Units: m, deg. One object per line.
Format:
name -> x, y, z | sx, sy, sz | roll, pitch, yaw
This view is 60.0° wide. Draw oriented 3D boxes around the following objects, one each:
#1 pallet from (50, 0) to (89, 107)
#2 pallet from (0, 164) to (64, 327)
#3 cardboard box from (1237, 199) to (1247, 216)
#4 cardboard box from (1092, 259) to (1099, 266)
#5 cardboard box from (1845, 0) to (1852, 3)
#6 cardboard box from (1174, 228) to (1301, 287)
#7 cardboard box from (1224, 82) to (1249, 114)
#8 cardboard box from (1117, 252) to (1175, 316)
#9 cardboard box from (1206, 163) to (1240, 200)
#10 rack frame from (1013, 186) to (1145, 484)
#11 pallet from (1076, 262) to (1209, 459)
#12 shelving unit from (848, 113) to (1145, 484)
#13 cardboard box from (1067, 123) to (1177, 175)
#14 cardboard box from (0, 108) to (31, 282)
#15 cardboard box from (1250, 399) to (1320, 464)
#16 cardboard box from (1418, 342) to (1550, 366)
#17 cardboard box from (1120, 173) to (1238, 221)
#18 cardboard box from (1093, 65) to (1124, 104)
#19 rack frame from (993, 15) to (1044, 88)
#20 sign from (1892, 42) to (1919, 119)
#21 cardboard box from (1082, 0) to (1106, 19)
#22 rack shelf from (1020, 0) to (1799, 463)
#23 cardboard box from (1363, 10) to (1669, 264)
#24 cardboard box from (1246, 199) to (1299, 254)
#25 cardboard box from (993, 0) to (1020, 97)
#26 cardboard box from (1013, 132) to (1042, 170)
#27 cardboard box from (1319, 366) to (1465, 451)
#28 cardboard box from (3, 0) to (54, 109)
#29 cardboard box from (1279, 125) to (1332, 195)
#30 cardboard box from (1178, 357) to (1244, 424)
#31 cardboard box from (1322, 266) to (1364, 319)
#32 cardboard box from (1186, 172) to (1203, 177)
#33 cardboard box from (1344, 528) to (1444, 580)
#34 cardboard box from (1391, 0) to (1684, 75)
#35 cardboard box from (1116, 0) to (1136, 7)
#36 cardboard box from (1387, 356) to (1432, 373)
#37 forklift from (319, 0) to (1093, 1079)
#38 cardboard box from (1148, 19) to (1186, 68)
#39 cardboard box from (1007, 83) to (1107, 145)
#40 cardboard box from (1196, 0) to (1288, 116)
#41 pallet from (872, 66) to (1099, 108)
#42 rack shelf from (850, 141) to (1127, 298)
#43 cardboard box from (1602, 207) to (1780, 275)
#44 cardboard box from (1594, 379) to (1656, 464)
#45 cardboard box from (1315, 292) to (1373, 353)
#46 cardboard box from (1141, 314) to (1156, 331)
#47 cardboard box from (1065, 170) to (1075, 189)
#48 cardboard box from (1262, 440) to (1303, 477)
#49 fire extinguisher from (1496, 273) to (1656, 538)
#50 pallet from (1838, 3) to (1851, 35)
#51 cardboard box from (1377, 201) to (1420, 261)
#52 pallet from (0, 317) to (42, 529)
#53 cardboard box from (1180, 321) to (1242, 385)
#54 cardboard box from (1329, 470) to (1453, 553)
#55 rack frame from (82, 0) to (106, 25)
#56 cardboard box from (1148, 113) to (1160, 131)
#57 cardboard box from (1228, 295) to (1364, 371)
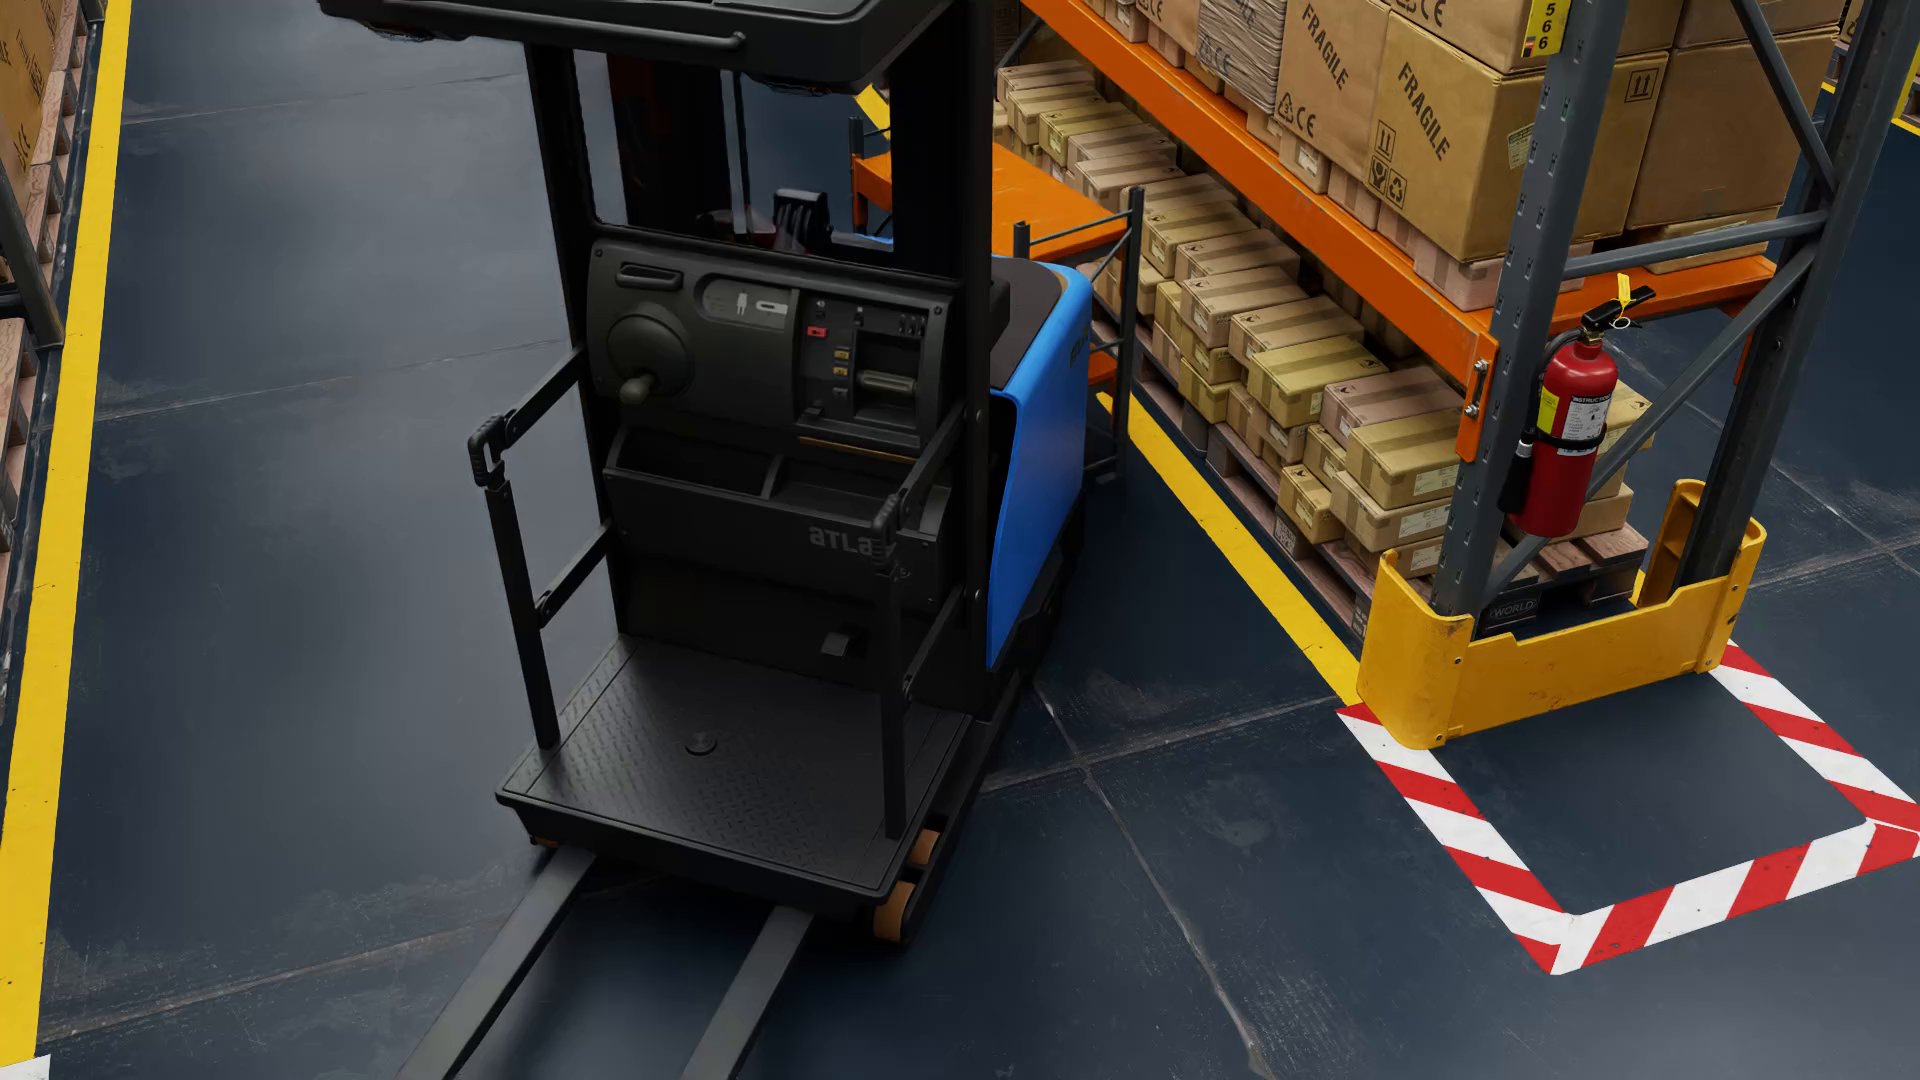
pallet -> -5.327, -2.601, 9.028 | 1.003, 0.211, 1.213 | -12, 39, -16
pallet -> -4.488, -1.223, 7.198 | 1.003, 0.211, 1.213 | -12, 39, -16
cardboard box -> 1.256, -1.279, 6.728 | 0.380, 0.149, 0.250 | -14, 39, -18
cardboard box -> 0.771, -1.198, 6.867 | 0.380, 0.149, 0.250 | -14, 39, -18
cardboard box -> 4.914, -3.645, 9.513 | 1.225, 0.875, 0.875 | -12, 39, -16
cardboard box -> 1.016, -0.997, 6.107 | 0.380, 0.149, 0.250 | -14, 39, -17
cardboard box -> 1.100, -1.510, 5.471 | 0.380, 0.149, 0.250 | -14, 39, -18
cardboard box -> 0.826, -1.007, 6.367 | 0.380, 0.149, 0.250 | -12, 39, -15
cardboard box -> 1.242, -1.546, 6.836 | 0.380, 0.149, 0.250 | -14, 39, -18
rack frame -> 0.384, -0.614, 5.631 | 0.500, 1.125, 0.032 | -22, 42, -26
pallet -> 1.150, -0.822, 6.666 | 1.003, 0.211, 1.213 | -12, 39, -16
shelving unit -> 0.103, -0.869, 5.969 | 0.538, 1.125, 1.048 | -22, 42, -26
cardboard box -> 0.669, -1.585, 6.887 | 0.380, 0.149, 0.250 | -13, 39, -17
cardboard box -> -4.440, -1.569, 6.757 | 0.875, 0.875, 0.875 | -11, 38, -15
cardboard box -> 1.208, -0.419, 5.586 | 0.380, 0.149, 0.250 | -14, 39, -18
cardboard box -> 1.803, -0.672, 5.674 | 0.380, 0.149, 0.250 | -13, 39, -16
cardboard box -> 0.851, -1.287, 6.492 | 0.380, 0.149, 0.250 | -14, 39, -18
cardboard box -> 0.828, -2.118, 7.595 | 0.380, 0.149, 0.250 | -11, 38, -15
rack frame -> 0.462, -2.999, 7.238 | 1.000, 3.000, 0.127 | -12, 39, -16
sign -> 2.348, -1.197, 4.127 | 0.100, 0.325, 0.005 | -12, 39, -16
cardboard box -> 0.665, -2.089, 6.240 | 0.380, 0.149, 0.250 | -12, 39, -15
rack shelf -> 1.150, -1.581, 5.954 | 1.077, 0.370, 4.000 | -12, 39, -16
cardboard box -> 1.442, -1.098, 4.385 | 0.500, 0.500, 0.500 | -12, 39, -15
cardboard box -> 1.329, -1.233, 6.420 | 0.380, 0.149, 0.250 | -12, 39, -16
cardboard box -> -0.030, -2.534, 8.349 | 0.500, 0.500, 0.500 | -13, 39, -17
cardboard box -> 0.457, -1.751, 7.355 | 0.380, 0.149, 0.250 | -12, 39, -16
cardboard box -> 1.385, -0.406, 5.322 | 0.380, 0.149, 0.250 | -12, 39, -15
cardboard box -> -5.065, -2.583, 8.103 | 0.875, 0.875, 0.875 | -12, 39, -15
cardboard box -> 1.200, -1.190, 5.046 | 0.380, 0.149, 0.250 | -11, 38, -15
cardboard box -> 1.024, -0.581, 6.049 | 0.380, 0.149, 0.250 | -14, 39, -18
cardboard box -> 1.553, -0.953, 6.048 | 0.380, 0.149, 0.250 | -11, 38, -14
cardboard box -> 1.076, -1.574, 7.120 | 0.380, 0.149, 0.250 | -12, 39, -16
cardboard box -> 1.461, -0.022, 5.307 | 0.380, 0.149, 0.250 | -12, 39, -15
cardboard box -> 1.447, -1.504, 4.092 | 0.500, 0.500, 0.500 | -13, 39, -17
cardboard box -> 0.712, -2.255, 5.921 | 0.500, 0.500, 0.500 | -13, 39, -17
cardboard box -> 1.690, -0.522, 5.723 | 0.380, 0.149, 0.250 | -12, 39, -15
forklift -> -0.542, -0.397, 3.841 | 1.130, 2.935, 3.031 | 12, 39, 15
cardboard box -> 0.886, -1.795, 5.848 | 0.380, 0.149, 0.250 | -11, 38, -14
cardboard box -> 0.425, -1.860, 7.252 | 0.380, 0.149, 0.250 | -11, 38, -14
cardboard box -> 1.086, -1.675, 5.150 | 0.500, 0.500, 0.500 | -12, 39, -16
pallet -> 0.192, -2.324, 8.660 | 1.003, 0.211, 1.213 | -12, 39, -16
rack shelf -> 0.103, -1.103, 5.793 | 0.538, 0.278, 1.000 | -22, 42, -26
cardboard box -> 2.034, -0.889, 4.647 | 0.380, 0.149, 0.250 | -13, 39, -16
cardboard box -> 1.977, -0.372, 5.277 | 0.380, 0.149, 0.250 | -14, 39, -18
cardboard box -> 1.523, -0.820, 6.119 | 0.380, 0.149, 0.250 | -14, 39, -18
cardboard box -> 0.932, -0.898, 6.470 | 0.380, 0.149, 0.250 | -11, 38, -15
cardboard box -> 0.665, -1.468, 6.979 | 0.380, 0.149, 0.250 | -14, 39, -18
cardboard box -> 1.268, -0.314, 5.694 | 0.380, 0.149, 0.250 | -13, 39, -16
fire extinguisher -> 1.491, -0.321, 4.058 | 0.296, 0.674, 0.183 | -12, 39, -16
pallet -> 4.817, -3.275, 9.922 | 1.003, 0.211, 1.213 | -12, 39, -16
cardboard box -> 1.410, -0.913, 4.677 | 0.380, 0.149, 0.250 | -13, 39, -16
pallet -> -3.963, -0.357, 6.049 | 1.003, 0.211, 1.213 | -12, 39, -16
cardboard box -> 1.018, -0.709, 5.971 | 0.380, 0.149, 0.250 | -12, 39, -15
cardboard box -> 1.389, -0.126, 5.197 | 0.380, 0.149, 0.250 | -13, 39, -17
rack frame -> -5.528, -4.176, 8.801 | 1.000, 3.000, 0.127 | -12, 39, -16
cardboard box -> 1.046, -1.843, 7.229 | 0.380, 0.149, 0.250 | -13, 39, -16
cardboard box -> 1.147, -0.685, 5.693 | 0.380, 0.149, 0.250 | -14, 39, -18
